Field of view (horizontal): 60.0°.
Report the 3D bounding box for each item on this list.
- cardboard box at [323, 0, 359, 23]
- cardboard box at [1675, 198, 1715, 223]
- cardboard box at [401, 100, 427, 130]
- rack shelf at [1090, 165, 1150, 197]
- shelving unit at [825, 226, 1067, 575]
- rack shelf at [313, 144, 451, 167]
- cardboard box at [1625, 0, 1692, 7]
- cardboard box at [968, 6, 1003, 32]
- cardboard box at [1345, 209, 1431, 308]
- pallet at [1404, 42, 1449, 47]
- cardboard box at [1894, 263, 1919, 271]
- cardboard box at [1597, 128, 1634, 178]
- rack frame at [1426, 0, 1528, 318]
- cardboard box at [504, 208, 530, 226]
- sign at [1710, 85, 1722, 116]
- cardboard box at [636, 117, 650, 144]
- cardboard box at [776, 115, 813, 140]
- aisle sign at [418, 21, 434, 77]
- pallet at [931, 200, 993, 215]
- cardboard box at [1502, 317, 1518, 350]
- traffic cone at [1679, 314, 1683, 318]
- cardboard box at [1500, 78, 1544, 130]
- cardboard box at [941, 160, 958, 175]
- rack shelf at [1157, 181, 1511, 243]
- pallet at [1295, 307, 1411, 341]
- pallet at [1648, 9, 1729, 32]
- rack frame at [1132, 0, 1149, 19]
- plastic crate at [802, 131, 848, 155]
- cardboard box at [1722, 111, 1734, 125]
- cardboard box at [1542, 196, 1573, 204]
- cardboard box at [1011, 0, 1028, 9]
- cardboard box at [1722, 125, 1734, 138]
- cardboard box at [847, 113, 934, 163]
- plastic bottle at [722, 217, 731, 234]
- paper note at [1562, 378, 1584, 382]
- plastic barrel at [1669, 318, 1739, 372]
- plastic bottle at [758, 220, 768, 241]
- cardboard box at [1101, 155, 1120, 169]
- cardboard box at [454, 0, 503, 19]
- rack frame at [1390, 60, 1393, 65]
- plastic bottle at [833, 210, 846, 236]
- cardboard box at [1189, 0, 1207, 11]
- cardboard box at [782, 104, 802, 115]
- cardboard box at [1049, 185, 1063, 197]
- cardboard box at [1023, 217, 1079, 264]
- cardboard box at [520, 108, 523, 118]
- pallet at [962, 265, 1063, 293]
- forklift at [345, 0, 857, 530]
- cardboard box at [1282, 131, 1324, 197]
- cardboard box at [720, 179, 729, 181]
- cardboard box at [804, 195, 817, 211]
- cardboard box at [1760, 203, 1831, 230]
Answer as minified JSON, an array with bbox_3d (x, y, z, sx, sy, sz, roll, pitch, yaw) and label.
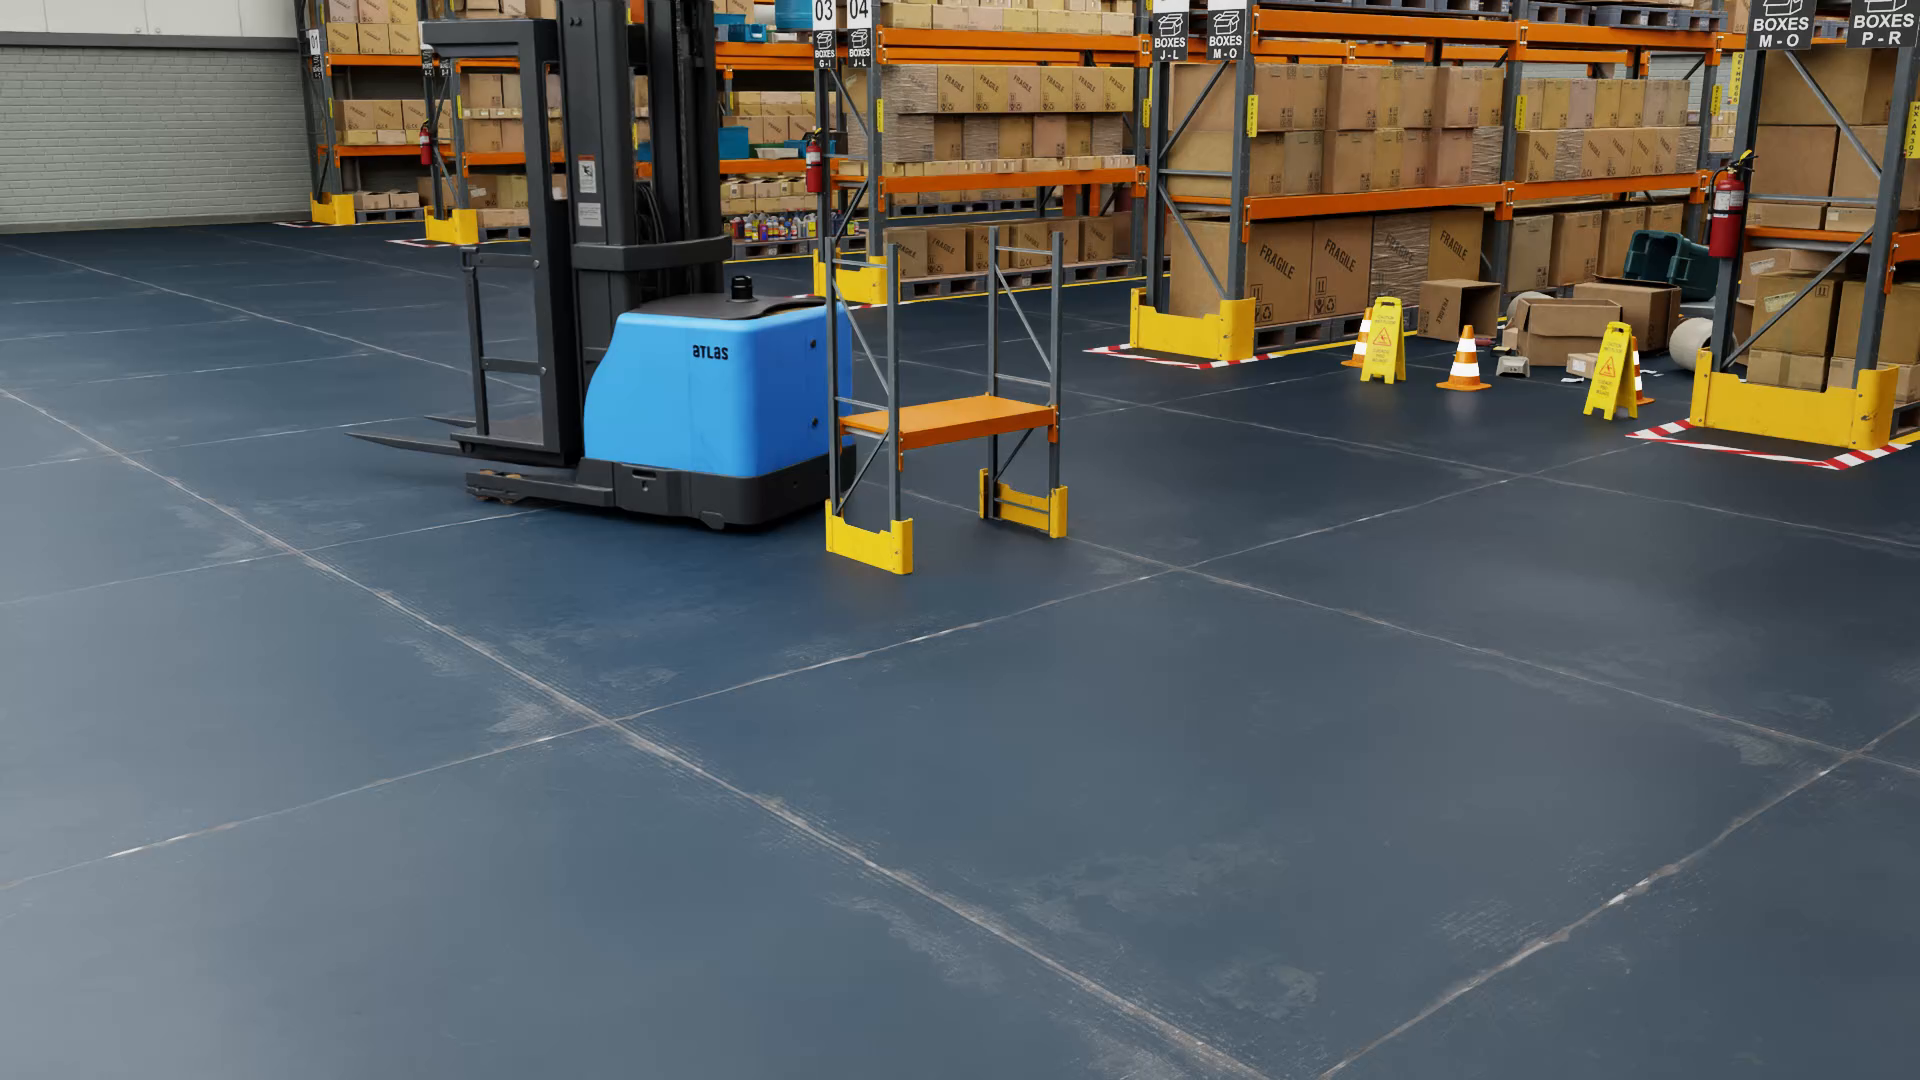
[{"bbox_3d":[-10.485,-8.958,27.993,0.500,0.500,0.500,14,21,43],"label":"cardboard box"},{"bbox_3d":[8.713,-3.857,19.454,0.500,0.250,0.500,-14,20,-42],"label":"cardboard box"},{"bbox_3d":[-9.605,-7.440,29.091,0.500,0.500,0.500,-13,20,-41],"label":"cardboard box"},{"bbox_3d":[3.345,-4.726,21.525,4.000,0.370,1.077,-13,19,-39],"label":"rack shelf"},{"bbox_3d":[-0.058,-0.712,8.008,1.083,1.500,0.587,-13,19,-39],"label":"shelving unit"},{"bbox_3d":[-9.427,-6.942,29.819,4.000,0.370,1.077,-13,19,-39],"label":"rack shelf"},{"bbox_3d":[7.442,-5.852,17.697,0.500,0.311,0.500,-13,19,-39],"label":"cardboard box"},{"bbox_3d":[0.114,-5.637,18.019,0.500,0.250,0.500,-13,20,-40],"label":"cardboard box"},{"bbox_3d":[3.818,-2.682,15.783,0.875,0.875,0.875,-12,19,-39],"label":"cardboard box"},{"bbox_3d":[6.147,-7.080,23.496,1.213,0.211,1.003,-12,19,-37],"label":"pallet"},{"bbox_3d":[6.534,-1.725,11.955,0.500,0.500,0.500,-13,20,-41],"label":"cardboard box"},{"bbox_3d":[6.732,-4.093,17.567,0.500,0.500,0.500,-12,19,-39],"label":"cardboard box"},{"bbox_3d":[5.016,-3.752,16.485,0.127,3.000,1.000,-13,19,-39],"label":"rack frame"},{"bbox_3d":[-6.756,-4.994,25.648,0.500,0.250,0.500,-13,19,-39],"label":"cardboard box"},{"bbox_3d":[8.401,-4.882,18.470,0.005,0.325,0.100,-13,19,-39],"label":"sign"},{"bbox_3d":[-5.388,-6.545,26.748,0.500,0.500,0.700,-13,20,-40],"label":"cardboard box"},{"bbox_3d":[-2.901,-7.103,28.834,0.500,0.500,0.500,-14,20,-42],"label":"cardboard box"},{"bbox_3d":[-7.923,-7.289,24.686,0.004,0.787,0.394,-13,19,-39],"label":"aisle sign"},{"bbox_3d":[-0.138,-6.319,31.499,1.213,0.211,1.003,-13,19,-39],"label":"pallet"},{"bbox_3d":[4.929,-1.782,14.405,0.258,0.266,0.396,-9,17,-30],"label":"cardboard box"},{"bbox_3d":[7.019,-2.460,16.562,0.334,0.463,0.336,-13,19,-39],"label":"traffic cone"},{"bbox_3d":[5.387,-4.369,16.662,0.500,0.500,0.700,-13,20,-40],"label":"cardboard box"},{"bbox_3d":[-0.235,-4.062,18.132,0.250,0.149,0.380,-13,19,-39],"label":"cardboard box"},{"bbox_3d":[3.508,-3.066,15.309,4.000,0.370,1.077,-13,19,-39],"label":"rack shelf"},{"bbox_3d":[3.471,-2.084,15.642,1.213,0.211,1.003,-13,19,-39],"label":"pallet"},{"bbox_3d":[7.583,-5.668,18.212,1.003,0.211,1.213,-12,19,-37],"label":"pallet"},{"bbox_3d":[1.837,-7.633,19.390,0.127,3.000,1.000,-13,19,-39],"label":"rack frame"},{"bbox_3d":[-1.893,-5.605,23.543,0.504,0.338,0.767,-13,19,-39],"label":"plastic crate"},{"bbox_3d":[8.711,-4.885,19.247,0.250,0.149,0.380,-13,20,-41],"label":"cardboard box"},{"bbox_3d":[9.101,-5.515,26.389,0.875,0.875,0.875,-13,19,-39],"label":"cardboard box"},{"bbox_3d":[0.529,-5.940,18.382,0.250,0.149,0.380,-14,20,-41],"label":"cardboard box"},{"bbox_3d":[8.734,-4.744,19.295,0.250,0.149,0.380,-11,19,-37],"label":"cardboard box"},{"bbox_3d":[-0.748,-4.337,17.905,0.500,0.500,0.875,-13,19,-39],"label":"cardboard box"},{"bbox_3d":[-3.258,-4.342,23.102,0.133,0.283,0.061,-12,19,-38],"label":"plastic bottle"},{"bbox_3d":[4.731,-1.241,12.838,0.148,0.019,0.142,8,17,28],"label":"paper note"},{"bbox_3d":[5.889,-1.528,13.150,0.421,0.421,0.512,0,15,-1],"label":"plastic barrel"},{"bbox_3d":[-2.677,-4.203,22.584,0.133,0.283,0.061,-12,19,-38],"label":"plastic bottle"},{"bbox_3d":[1.673,-4.479,19.694,0.250,0.149,0.380,-13,19,-39],"label":"cardboard box"},{"bbox_3d":[-7.245,-7.853,24.738,0.637,0.503,0.797,-11,18,-36],"label":"cardboard box"},{"bbox_3d":[7.638,-7.732,31.384,0.127,3.000,1.000,-13,19,-39],"label":"rack frame"},{"bbox_3d":[-1.711,-4.467,23.440,0.185,0.351,0.144,-13,20,-41],"label":"plastic bottle"},{"bbox_3d":[2.966,-6.657,20.533,0.637,0.503,0.797,-12,19,-37],"label":"cardboard box"},{"bbox_3d":[-3.590,-8.710,34.238,0.500,0.500,0.500,-13,20,-40],"label":"cardboard box"},{"bbox_3d":[1.830,-6.962,32.859,0.500,0.311,0.500,-13,19,-39],"label":"cardboard box"},{"bbox_3d":[1.082,-3.572,19.839,0.500,0.500,0.500,-6,16,-22],"label":"cardboard box"},{"bbox_3d":[-6.665,-6.502,25.330,0.250,0.149,0.380,-13,20,-40],"label":"cardboard box"},{"bbox_3d":[0.432,-3.059,19.294,1.213,0.211,1.003,-13,19,-39],"label":"pallet"},{"bbox_3d":[-2.106,-1.716,8.995,3.031,2.935,1.130,8,17,27],"label":"forklift"},{"bbox_3d":[2.650,-3.316,14.562,0.550,0.550,0.875,-13,19,-39],"label":"cardboard box"},{"bbox_3d":[-4.158,-6.023,28.415,0.500,0.311,0.500,-12,19,-38],"label":"cardboard box"},{"bbox_3d":[-2.650,-5.907,29.066,0.500,0.250,0.500,-12,19,-38],"label":"cardboard box"},{"bbox_3d":[5.466,-2.112,10.830,0.250,0.149,0.380,-12,19,-38],"label":"cardboard box"}]
